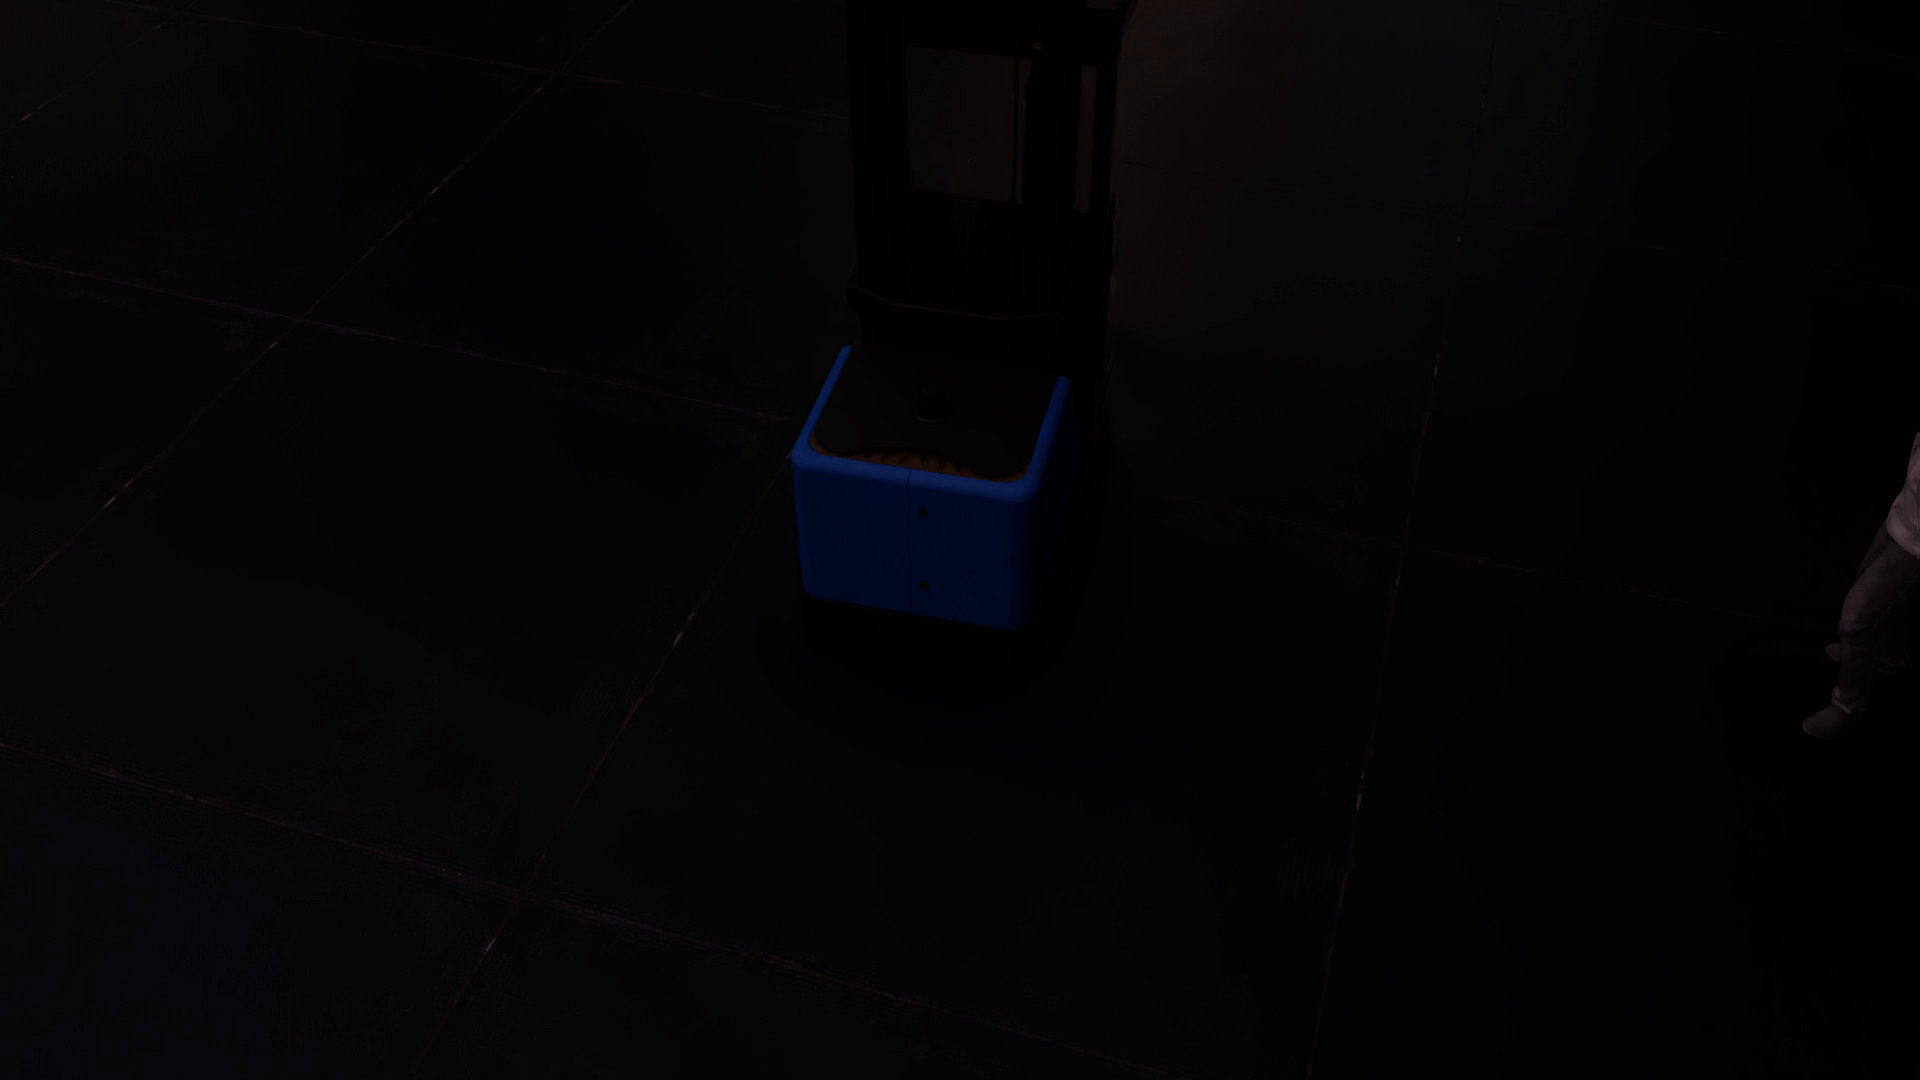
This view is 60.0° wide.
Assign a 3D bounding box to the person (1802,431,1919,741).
[{"bbox_3d":[3.819,-0.033,6.622,0.472,1.731,0.893,19,46,19],"label":"person"}]

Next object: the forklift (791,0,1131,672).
[{"bbox_3d":[0.141,-1.527,7.330,1.130,2.935,3.031,9,44,10],"label":"forklift"}]
